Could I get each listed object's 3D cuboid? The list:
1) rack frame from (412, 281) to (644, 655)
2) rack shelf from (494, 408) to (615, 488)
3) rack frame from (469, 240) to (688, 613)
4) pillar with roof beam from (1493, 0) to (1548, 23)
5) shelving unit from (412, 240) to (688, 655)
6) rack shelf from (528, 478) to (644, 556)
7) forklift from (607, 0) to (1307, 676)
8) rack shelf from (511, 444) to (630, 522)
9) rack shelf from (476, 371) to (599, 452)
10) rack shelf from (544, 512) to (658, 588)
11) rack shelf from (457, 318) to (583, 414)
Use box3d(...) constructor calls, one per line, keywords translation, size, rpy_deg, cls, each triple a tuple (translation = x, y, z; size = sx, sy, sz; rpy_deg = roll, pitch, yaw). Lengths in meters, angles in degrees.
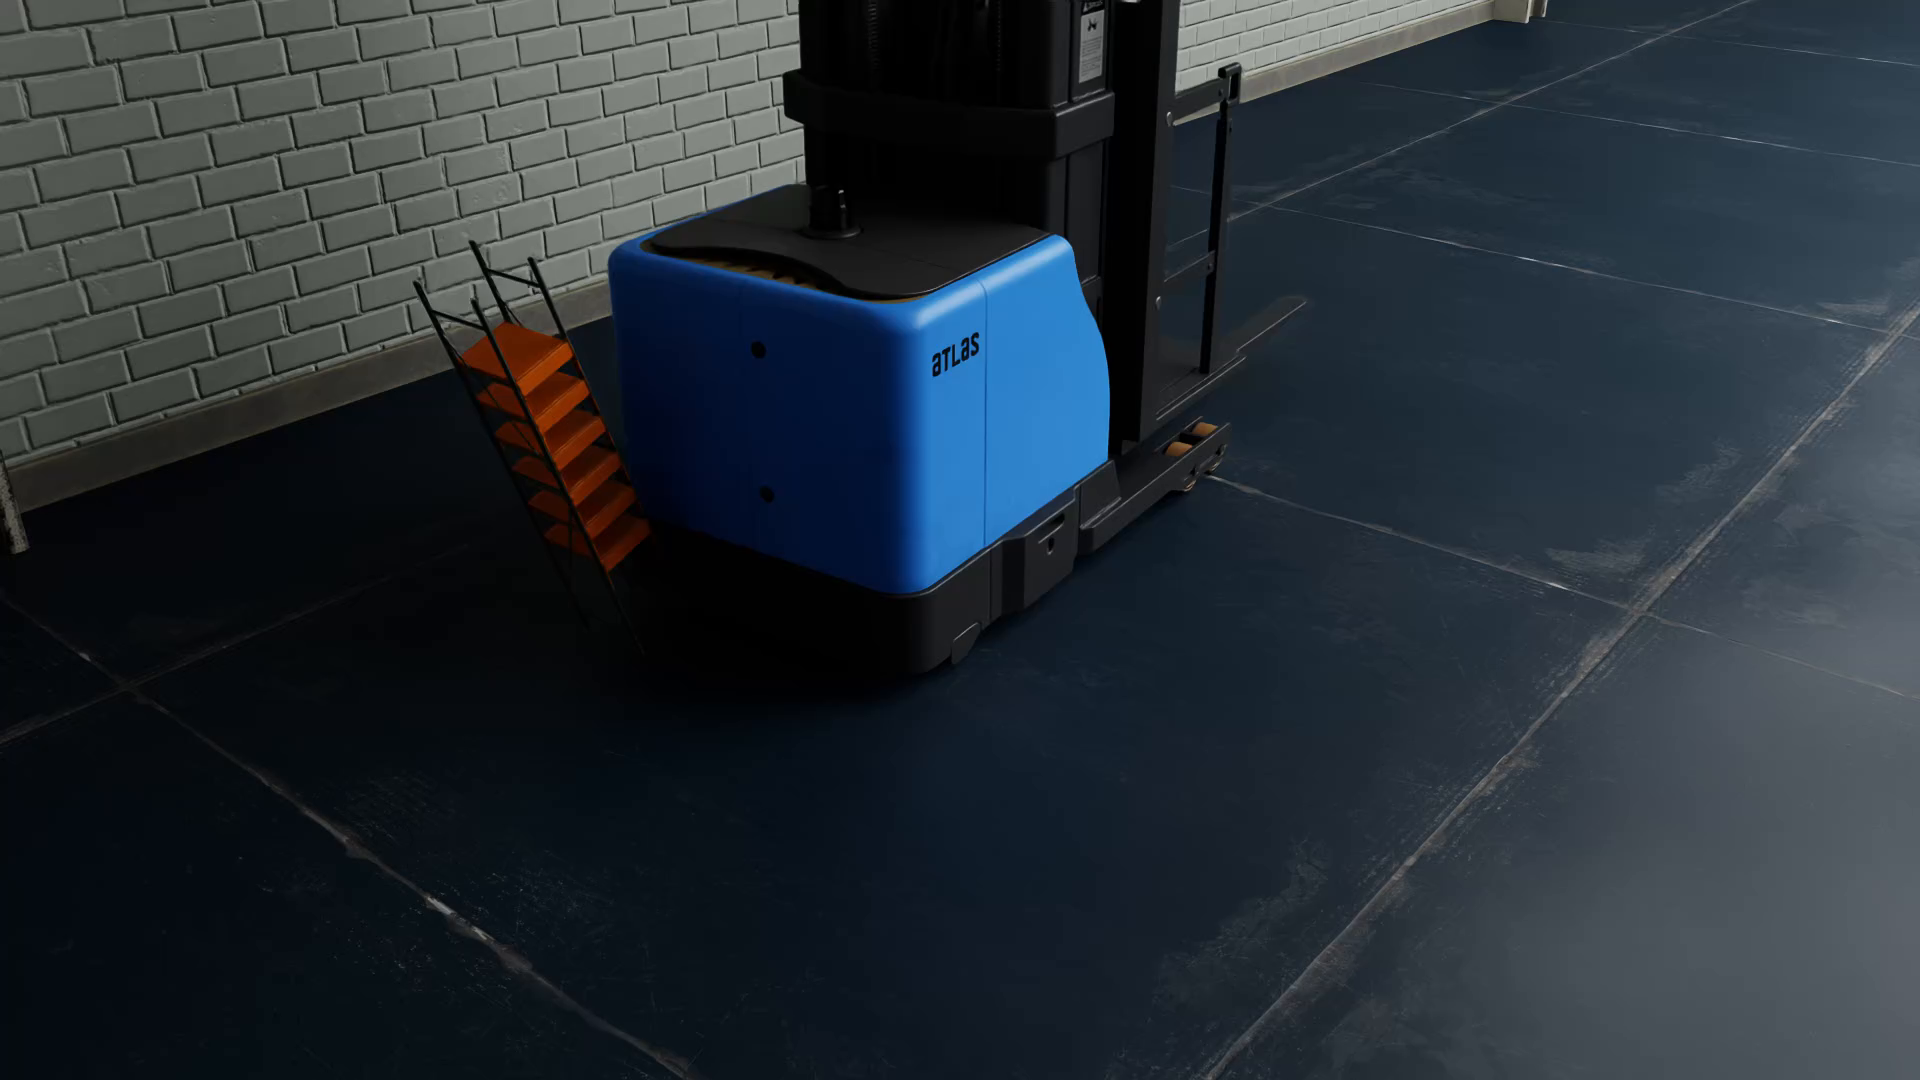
box3d(translation=(-1.092, -0.148, 4.296), size=(0.240, 1.200, 0.006), rpy_deg=(19, 52, 33), cls="rack frame")
box3d(translation=(-1.054, -0.261, 4.294), size=(0.258, 0.103, 0.180), rpy_deg=(19, 52, 33), cls="rack shelf")
box3d(translation=(-0.986, -0.264, 4.391), size=(0.240, 1.200, 0.006), rpy_deg=(19, 52, 33), cls="rack frame")
box3d(translation=(7.803, -6.942, 8.876), size=(9.100, 9.000, 0.400), rpy_deg=(21, 34, 34), cls="pillar with roof beam")
box3d(translation=(-1.039, -0.206, 4.343), size=(0.258, 1.200, 0.189), rpy_deg=(19, 52, 33), cls="shelving unit")
box3d(translation=(-1.007, -0.087, 4.452), size=(0.258, 0.103, 0.180), rpy_deg=(19, 52, 33), cls="rack shelf")
box3d(translation=(0.271, -1.571, 5.096), size=(1.130, 2.935, 3.031), rpy_deg=(17, 32, 29), cls="forklift")
box3d(translation=(-1.030, -0.174, 4.373), size=(0.258, 0.103, 0.180), rpy_deg=(19, 52, 33), cls="rack shelf")
box3d(translation=(-1.077, -0.348, 4.214), size=(0.258, 0.103, 0.180), rpy_deg=(19, 52, 33), cls="rack shelf")
box3d(translation=(-0.984, 0.000, 4.532), size=(0.258, 0.103, 0.180), rpy_deg=(19, 52, 33), cls="rack shelf")
box3d(translation=(-1.101, -0.434, 4.135), size=(0.258, 0.103, 0.180), rpy_deg=(19, 52, 33), cls="rack shelf")
